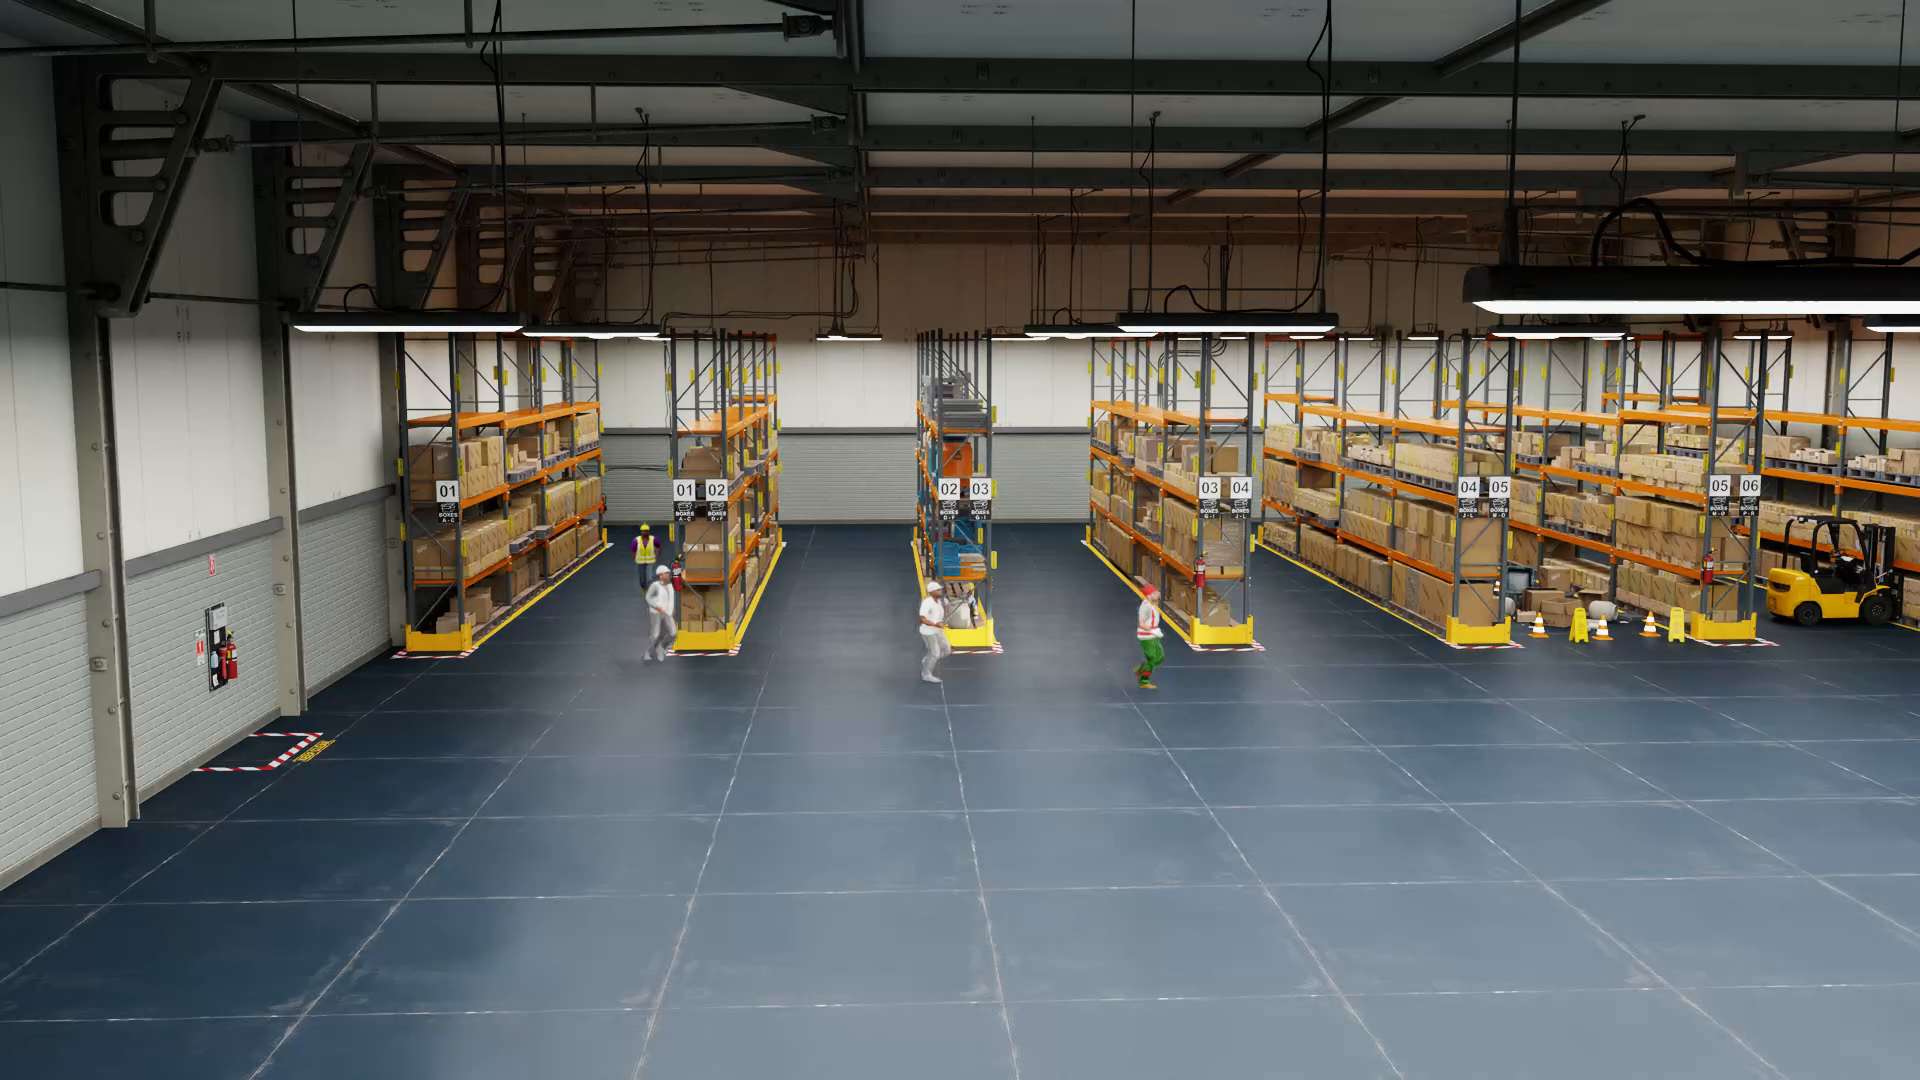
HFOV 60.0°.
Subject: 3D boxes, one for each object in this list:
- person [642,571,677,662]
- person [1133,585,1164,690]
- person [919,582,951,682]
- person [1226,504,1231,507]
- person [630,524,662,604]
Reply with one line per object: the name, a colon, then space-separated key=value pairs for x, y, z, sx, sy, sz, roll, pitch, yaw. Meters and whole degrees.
person: x=-5.369 y=1.357 z=30.069 sx=0.622 sy=1.689 sz=0.713 roll=6 pitch=9 yaw=43
person: x=3.123 y=1.614 z=27.538 sx=0.590 sy=1.744 sz=0.659 roll=3 pitch=7 yaw=22
person: x=-0.425 y=1.558 z=28.148 sx=0.545 sy=1.717 sz=0.705 roll=3 pitch=7 yaw=25
person: x=7.602 y=-0.711 z=47.941 sx=0.582 sy=1.713 sz=0.703 roll=2 pitch=7 yaw=16
person: x=-6.968 y=0.509 z=36.927 sx=0.685 sy=1.744 sz=0.899 roll=-1 pitch=7 yaw=-7
